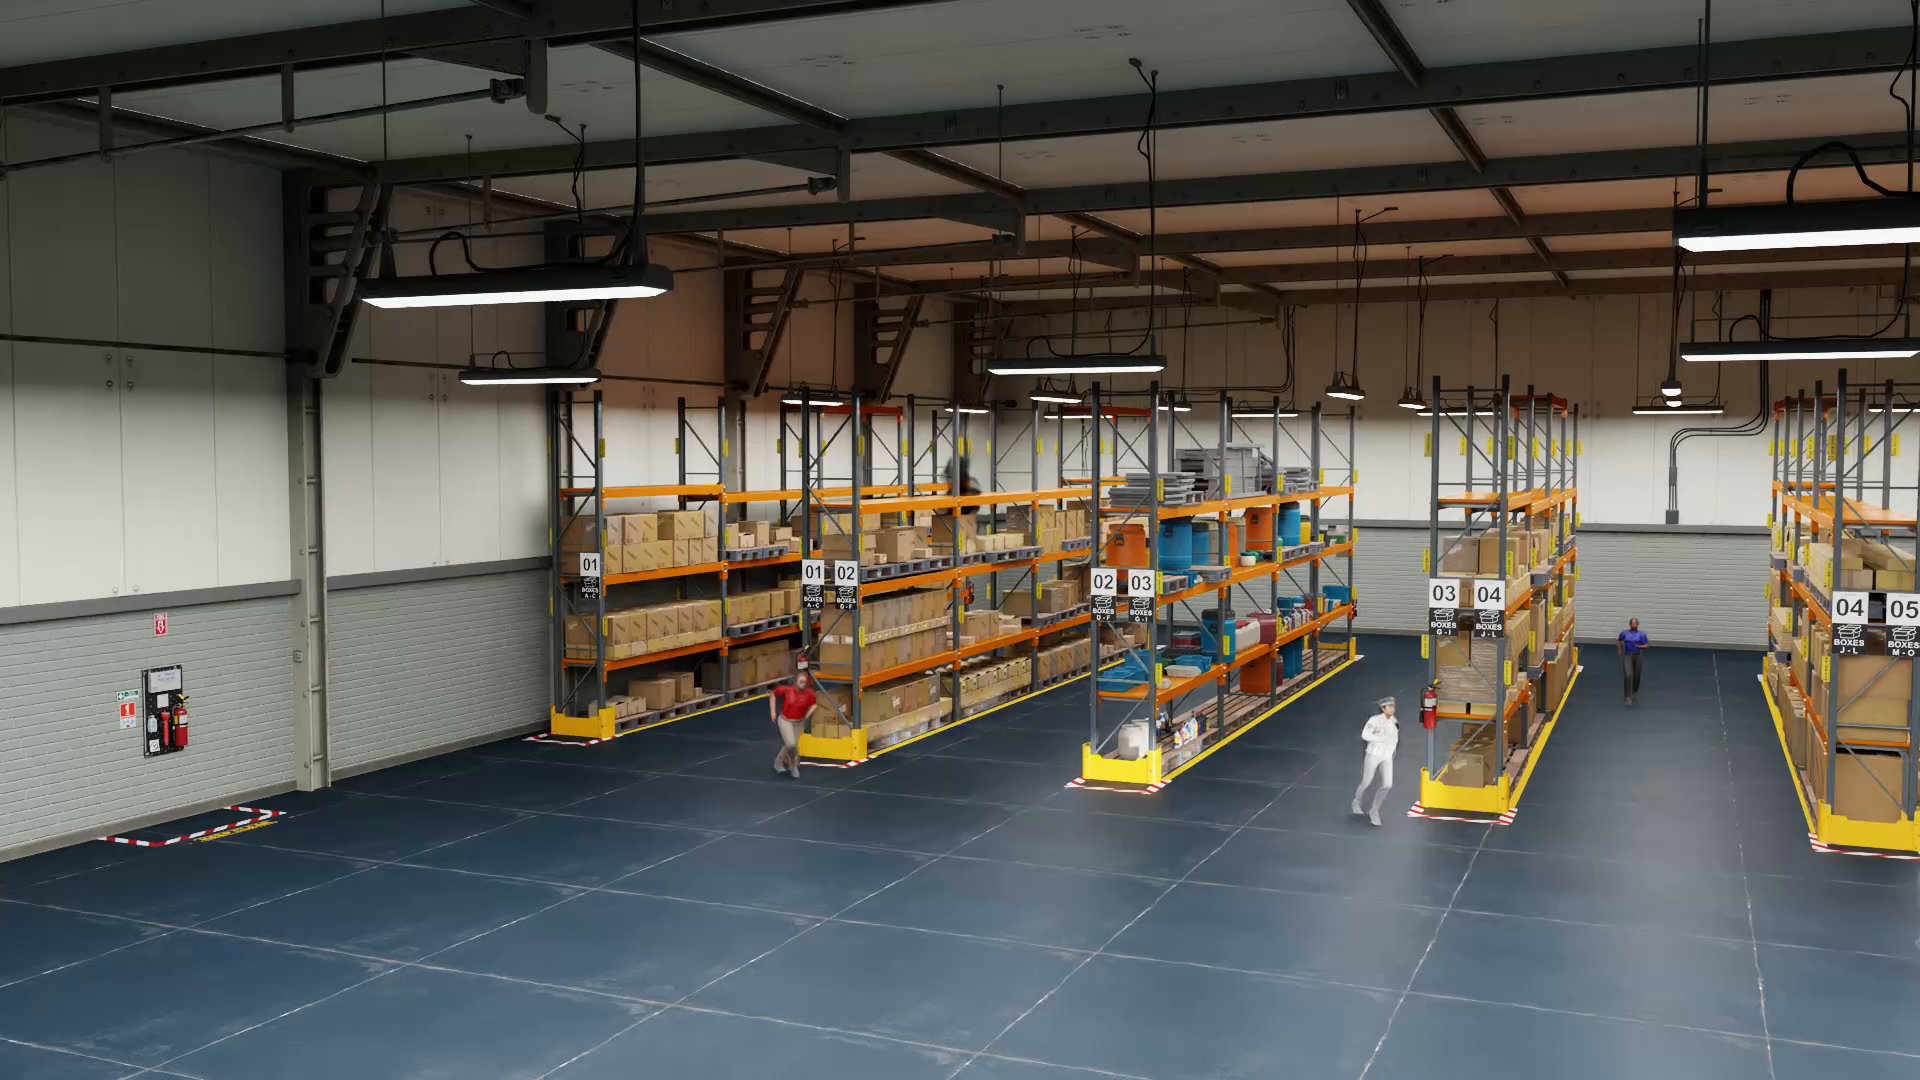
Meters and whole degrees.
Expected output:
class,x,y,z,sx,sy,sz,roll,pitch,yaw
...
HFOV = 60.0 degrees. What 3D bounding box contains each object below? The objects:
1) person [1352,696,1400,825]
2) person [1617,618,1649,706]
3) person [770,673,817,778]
class,x,y,z,sx,sy,sz,roll,pitch,yaw
person,5.676,2.940,22.381,0.622,1.710,0.700,-1,3,-10
person,13.183,2.360,32.590,0.561,1.684,0.878,1,3,19
person,-2.559,2.823,25.415,0.686,1.650,0.900,-2,4,-29
